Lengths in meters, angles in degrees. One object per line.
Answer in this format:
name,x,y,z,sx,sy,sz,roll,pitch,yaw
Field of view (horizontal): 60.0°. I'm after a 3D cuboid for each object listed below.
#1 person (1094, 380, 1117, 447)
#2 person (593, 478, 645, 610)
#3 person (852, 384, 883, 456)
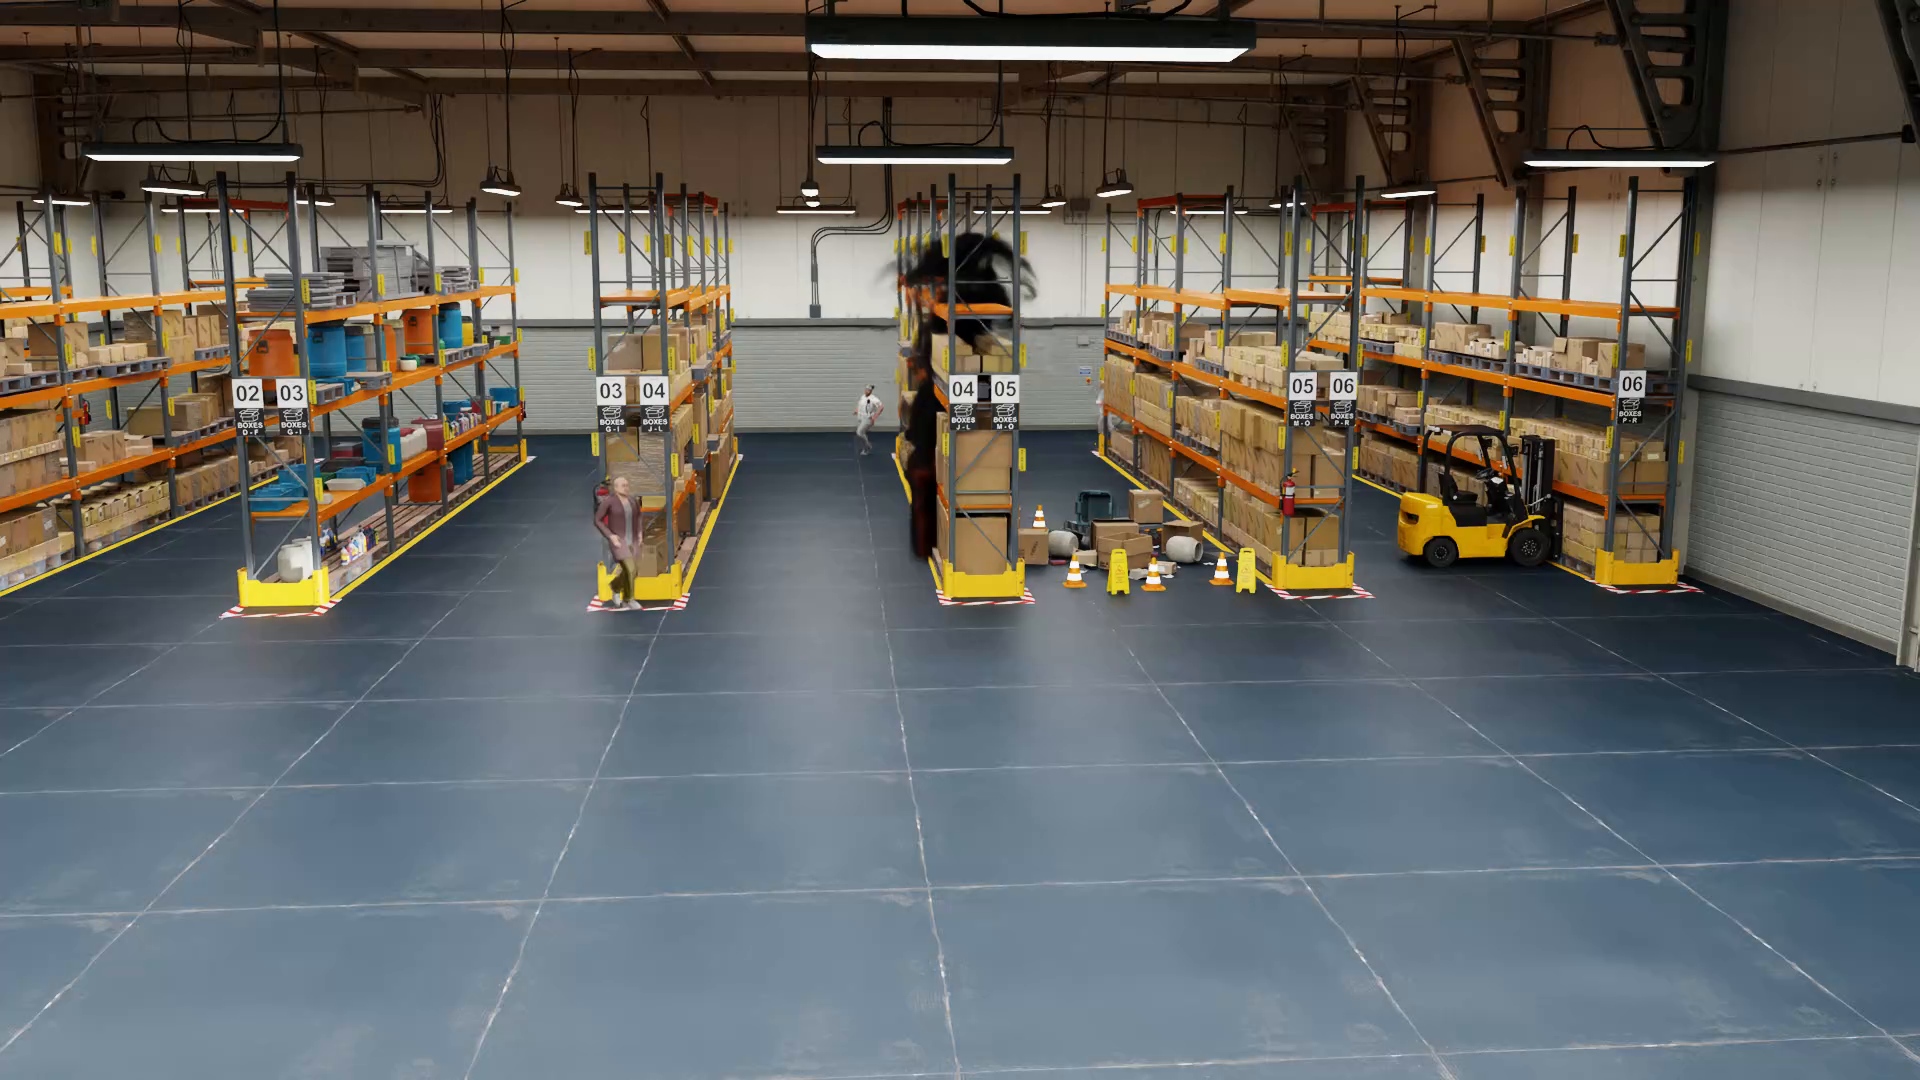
person,3.704,-3.148,41.540,0.814,1.827,0.690,3,10,15
person,-4.465,0.039,21.949,0.747,1.745,0.727,9,13,41
person,-2.272,-2.894,40.146,0.618,1.771,0.736,-9,13,-41
